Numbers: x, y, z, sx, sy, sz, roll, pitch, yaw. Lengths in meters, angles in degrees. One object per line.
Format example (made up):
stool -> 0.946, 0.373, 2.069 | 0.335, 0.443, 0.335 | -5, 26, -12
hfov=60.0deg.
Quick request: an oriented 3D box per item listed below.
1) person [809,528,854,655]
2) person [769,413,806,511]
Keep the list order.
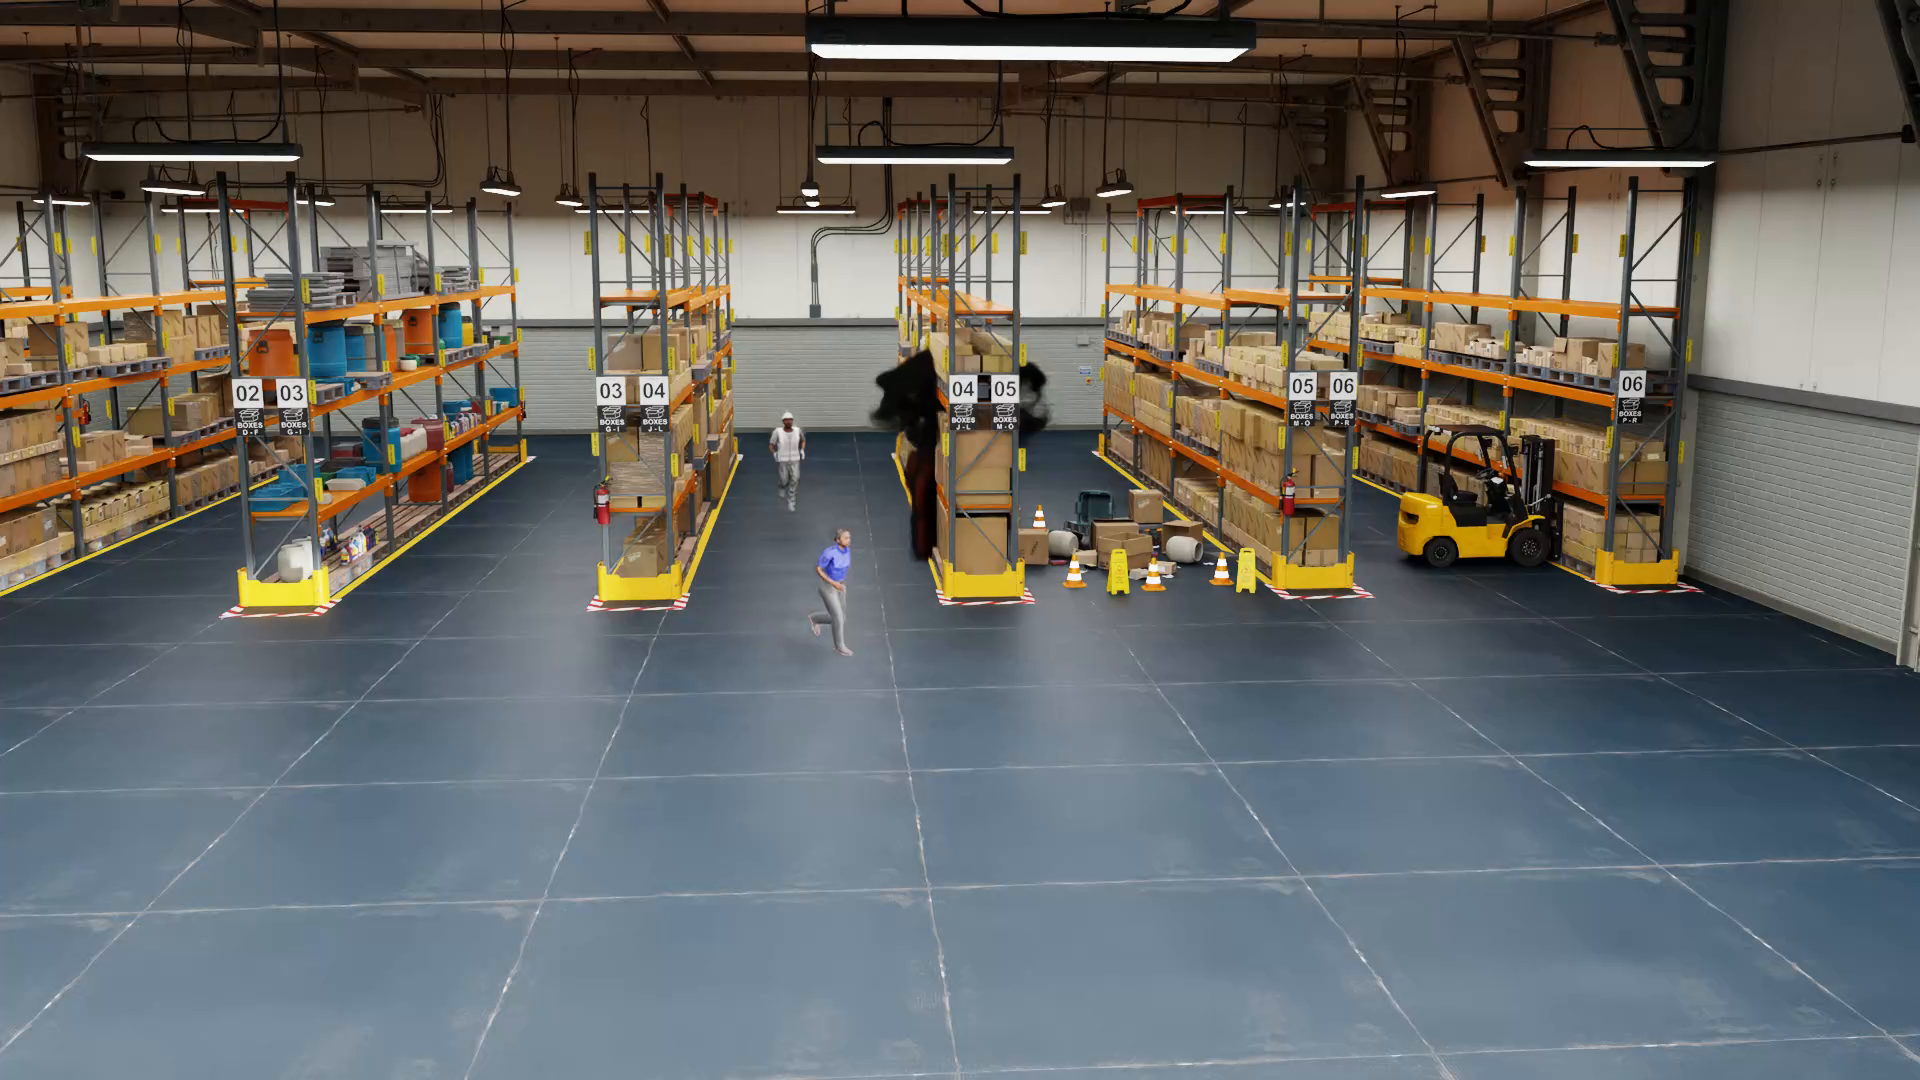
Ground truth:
person -> -1.635, 0.671, 20.701 | 0.737, 1.500, 0.561 | 9, 14, 43
person -> -3.115, -1.435, 30.196 | 0.693, 1.769, 0.764 | -3, 10, -16
